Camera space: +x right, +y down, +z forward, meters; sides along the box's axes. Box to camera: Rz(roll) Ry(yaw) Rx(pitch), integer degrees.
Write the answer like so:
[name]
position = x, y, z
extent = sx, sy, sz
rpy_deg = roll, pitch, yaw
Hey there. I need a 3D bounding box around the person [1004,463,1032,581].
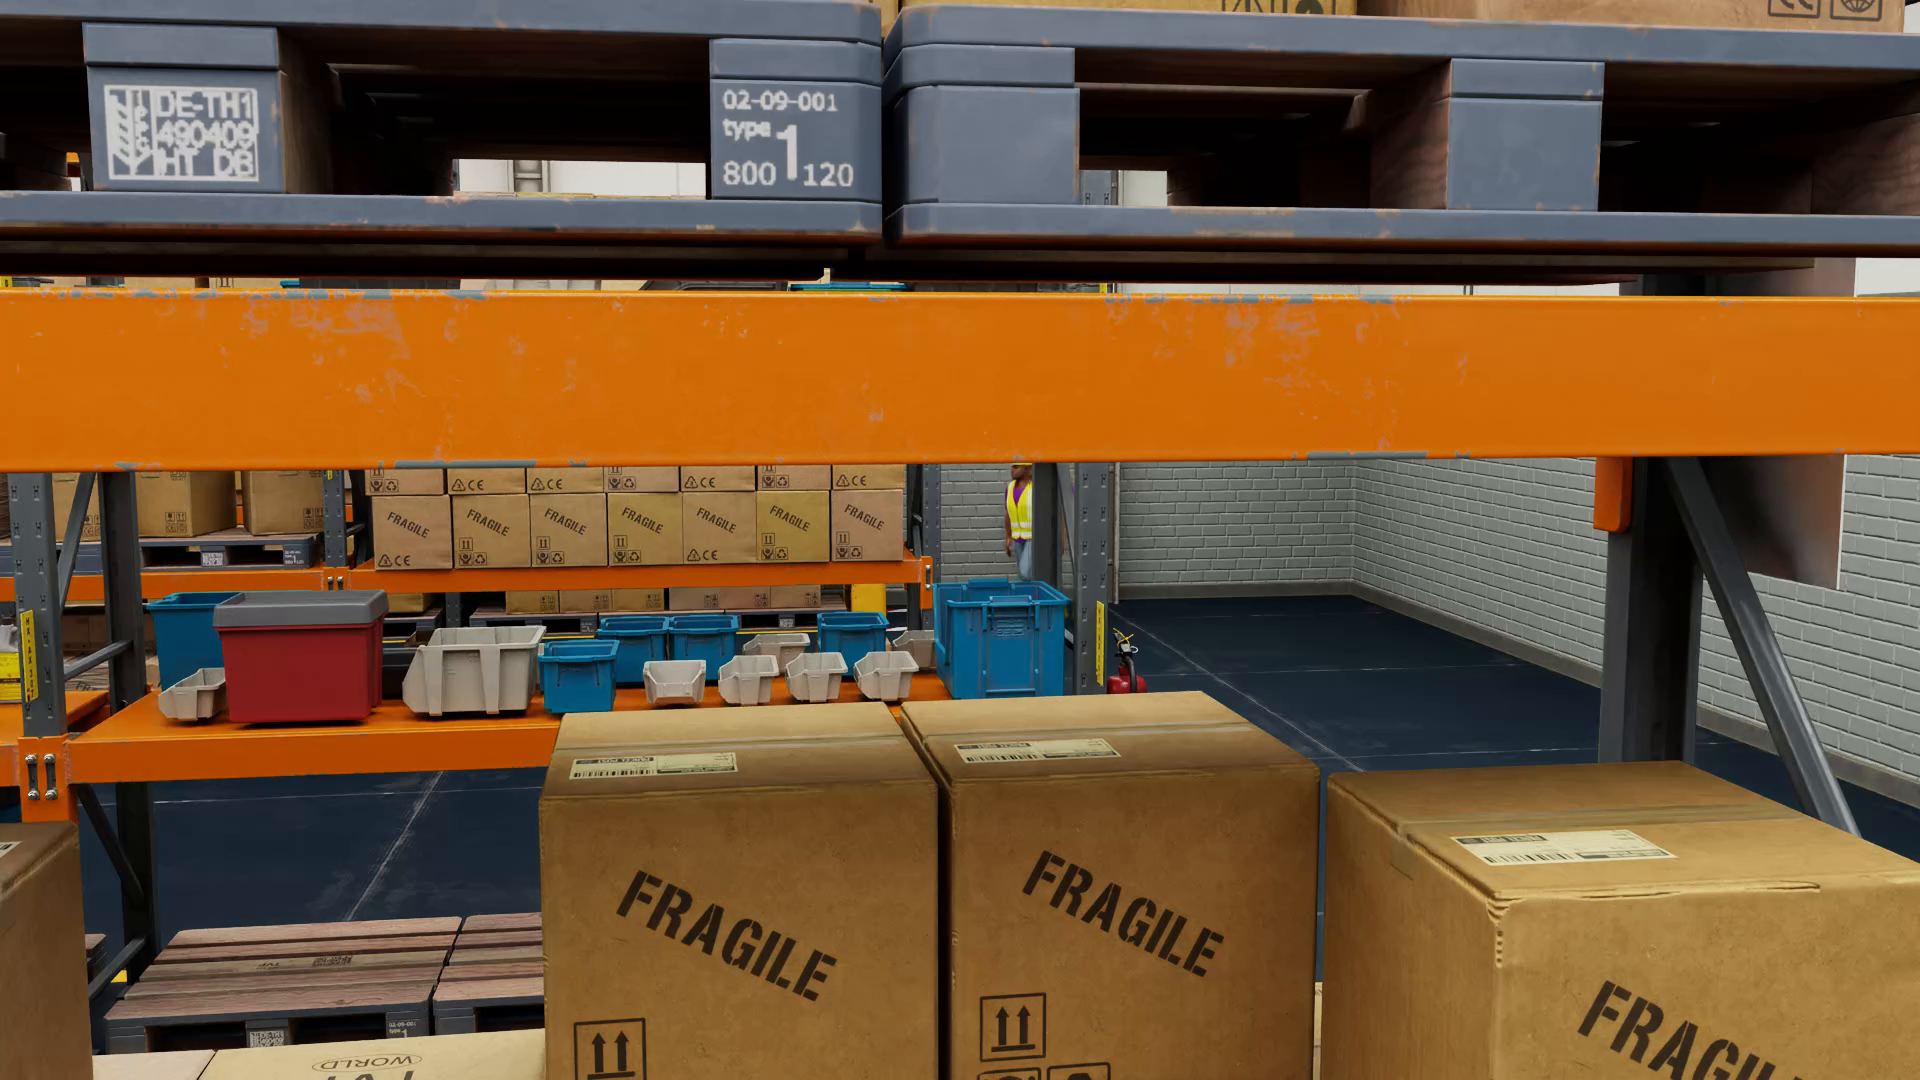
[person]
position = 0.696, -0.013, 16.551
extent = 0.531, 1.743, 0.608
rpy_deg = -6, 9, -41
